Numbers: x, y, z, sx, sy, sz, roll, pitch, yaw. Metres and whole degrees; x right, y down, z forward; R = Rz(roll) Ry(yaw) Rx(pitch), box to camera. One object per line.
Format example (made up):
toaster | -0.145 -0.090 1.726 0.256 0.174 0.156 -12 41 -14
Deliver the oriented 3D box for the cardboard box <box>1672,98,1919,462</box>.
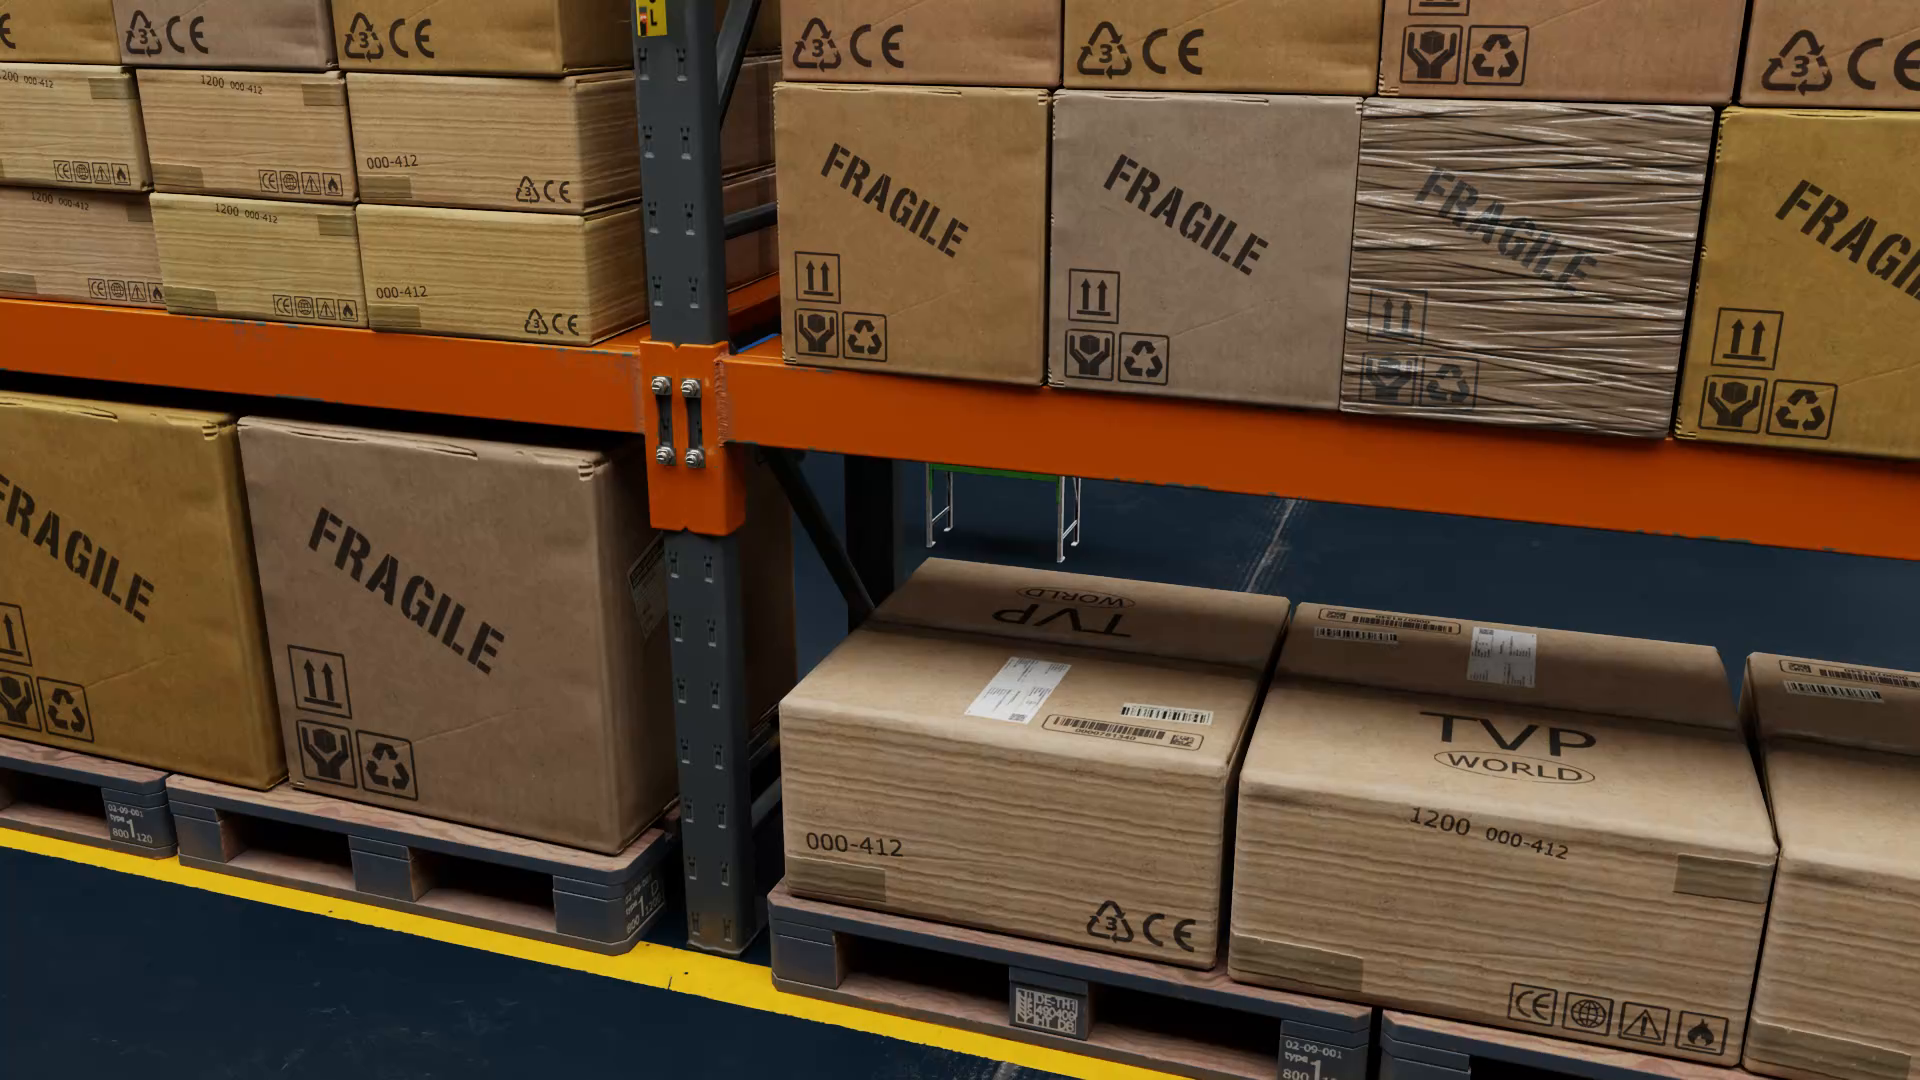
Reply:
cardboard box | 1.424 -0.437 2.620 0.500 0.500 0.500 7 20 20

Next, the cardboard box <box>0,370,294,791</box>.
cardboard box | -1.830 -0.021 4.169 0.875 0.875 0.875 7 20 20

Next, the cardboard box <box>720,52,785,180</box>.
cardboard box | -0.685 -0.989 3.824 0.500 0.250 0.500 6 20 16

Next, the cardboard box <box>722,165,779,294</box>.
cardboard box | -0.691 -0.747 3.891 0.500 0.250 0.500 6 20 17

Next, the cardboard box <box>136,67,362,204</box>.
cardboard box | -1.333 -0.877 3.505 0.500 0.250 0.500 7 20 19

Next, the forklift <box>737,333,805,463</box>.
forklift | -2.208 -1.675 6.430 3.031 2.935 1.130 7 20 18

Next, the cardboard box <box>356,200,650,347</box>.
cardboard box | -0.868 -0.588 3.433 0.500 0.250 0.500 6 20 17

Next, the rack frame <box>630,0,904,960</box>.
rack frame | -0.362 -0.688 3.494 0.127 3.000 1.000 7 20 18

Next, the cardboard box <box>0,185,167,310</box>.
cardboard box | -1.820 -0.704 3.765 0.500 0.250 0.500 6 20 17

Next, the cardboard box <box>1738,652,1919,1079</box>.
cardboard box | 1.893 0.619 2.999 0.875 0.438 0.875 7 20 20

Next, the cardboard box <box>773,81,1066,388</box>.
cardboard box | -0.005 -0.604 3.099 0.500 0.500 0.500 7 20 20

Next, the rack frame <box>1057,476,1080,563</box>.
rack frame | 0.387 -0.522 5.752 0.015 1.200 0.240 7 20 18

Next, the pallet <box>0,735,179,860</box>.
pallet | -2.272 0.437 4.501 1.213 0.211 1.003 7 20 18

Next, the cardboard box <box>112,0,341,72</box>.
cardboard box | -1.358 -1.232 3.381 0.500 0.500 0.500 7 20 19

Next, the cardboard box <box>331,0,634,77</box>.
cardboard box | -0.866 -1.178 3.228 0.500 0.500 0.500 7 20 20

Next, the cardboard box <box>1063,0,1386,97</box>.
cardboard box | 0.483 -1.025 2.787 0.500 0.500 0.500 6 20 17

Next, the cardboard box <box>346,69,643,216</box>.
cardboard box | -0.858 -0.826 3.356 0.500 0.250 0.500 7 20 18

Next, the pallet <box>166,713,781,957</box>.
pallet | -1.116 0.568 4.125 1.213 0.211 1.003 7 20 18

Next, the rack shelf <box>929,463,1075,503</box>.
rack shelf | 0.156 -0.262 5.927 0.480 0.148 0.258 7 20 18

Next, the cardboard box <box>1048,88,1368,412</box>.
cardboard box | 0.469 -0.548 2.939 0.500 0.500 0.500 7 20 18

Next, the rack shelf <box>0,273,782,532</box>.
rack shelf | -2.251 -0.565 4.232 4.000 0.370 1.077 7 20 18

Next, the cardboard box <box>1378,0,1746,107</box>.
cardboard box | 0.964 -0.966 2.619 0.500 0.500 0.500 7 20 19

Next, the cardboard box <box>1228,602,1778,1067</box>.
cardboard box | 1.042 0.521 3.280 0.875 0.438 0.875 6 20 16

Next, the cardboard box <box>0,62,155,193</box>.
cardboard box | -1.824 -0.932 3.660 0.500 0.250 0.500 7 20 19

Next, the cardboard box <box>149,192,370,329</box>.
cardboard box | -1.349 -0.643 3.592 0.500 0.250 0.500 6 20 17

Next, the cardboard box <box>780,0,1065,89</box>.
cardboard box | 0.008 -1.081 2.950 0.500 0.500 0.500 7 20 18

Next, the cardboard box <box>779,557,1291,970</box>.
cardboard box | 0.196 0.424 3.556 0.875 0.438 0.875 6 20 17

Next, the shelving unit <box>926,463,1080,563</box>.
shelving unit | 0.156 -0.549 5.827 0.503 1.200 0.258 7 20 18

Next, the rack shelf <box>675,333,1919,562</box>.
rack shelf | 1.527 -0.133 2.993 4.000 0.370 1.077 7 20 18

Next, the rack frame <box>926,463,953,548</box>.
rack frame | -0.074 -0.575 5.903 0.015 1.200 0.240 7 20 18

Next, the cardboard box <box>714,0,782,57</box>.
cardboard box | -0.683 -1.345 3.706 0.500 0.500 0.500 7 20 19

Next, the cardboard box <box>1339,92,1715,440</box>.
cardboard box | 0.937 -0.492 2.779 0.500 0.500 0.500 7 20 18

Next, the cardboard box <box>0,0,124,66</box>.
cardboard box | -1.830 -1.292 3.556 0.500 0.500 0.500 7 20 20

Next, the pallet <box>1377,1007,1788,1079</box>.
pallet | 1.487 0.866 3.271 1.213 0.211 1.003 7 20 18

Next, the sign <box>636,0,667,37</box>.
sign | -0.531 -1.028 2.830 0.005 0.325 0.100 7 20 18

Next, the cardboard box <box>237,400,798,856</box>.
cardboard box | -0.974 0.074 3.896 0.875 0.875 0.875 7 20 20

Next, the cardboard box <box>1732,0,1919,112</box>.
cardboard box | 1.439 -0.910 2.460 0.500 0.500 0.500 6 20 18

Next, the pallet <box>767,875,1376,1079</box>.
pallet | 0.331 0.735 3.648 1.213 0.211 1.003 7 20 18
